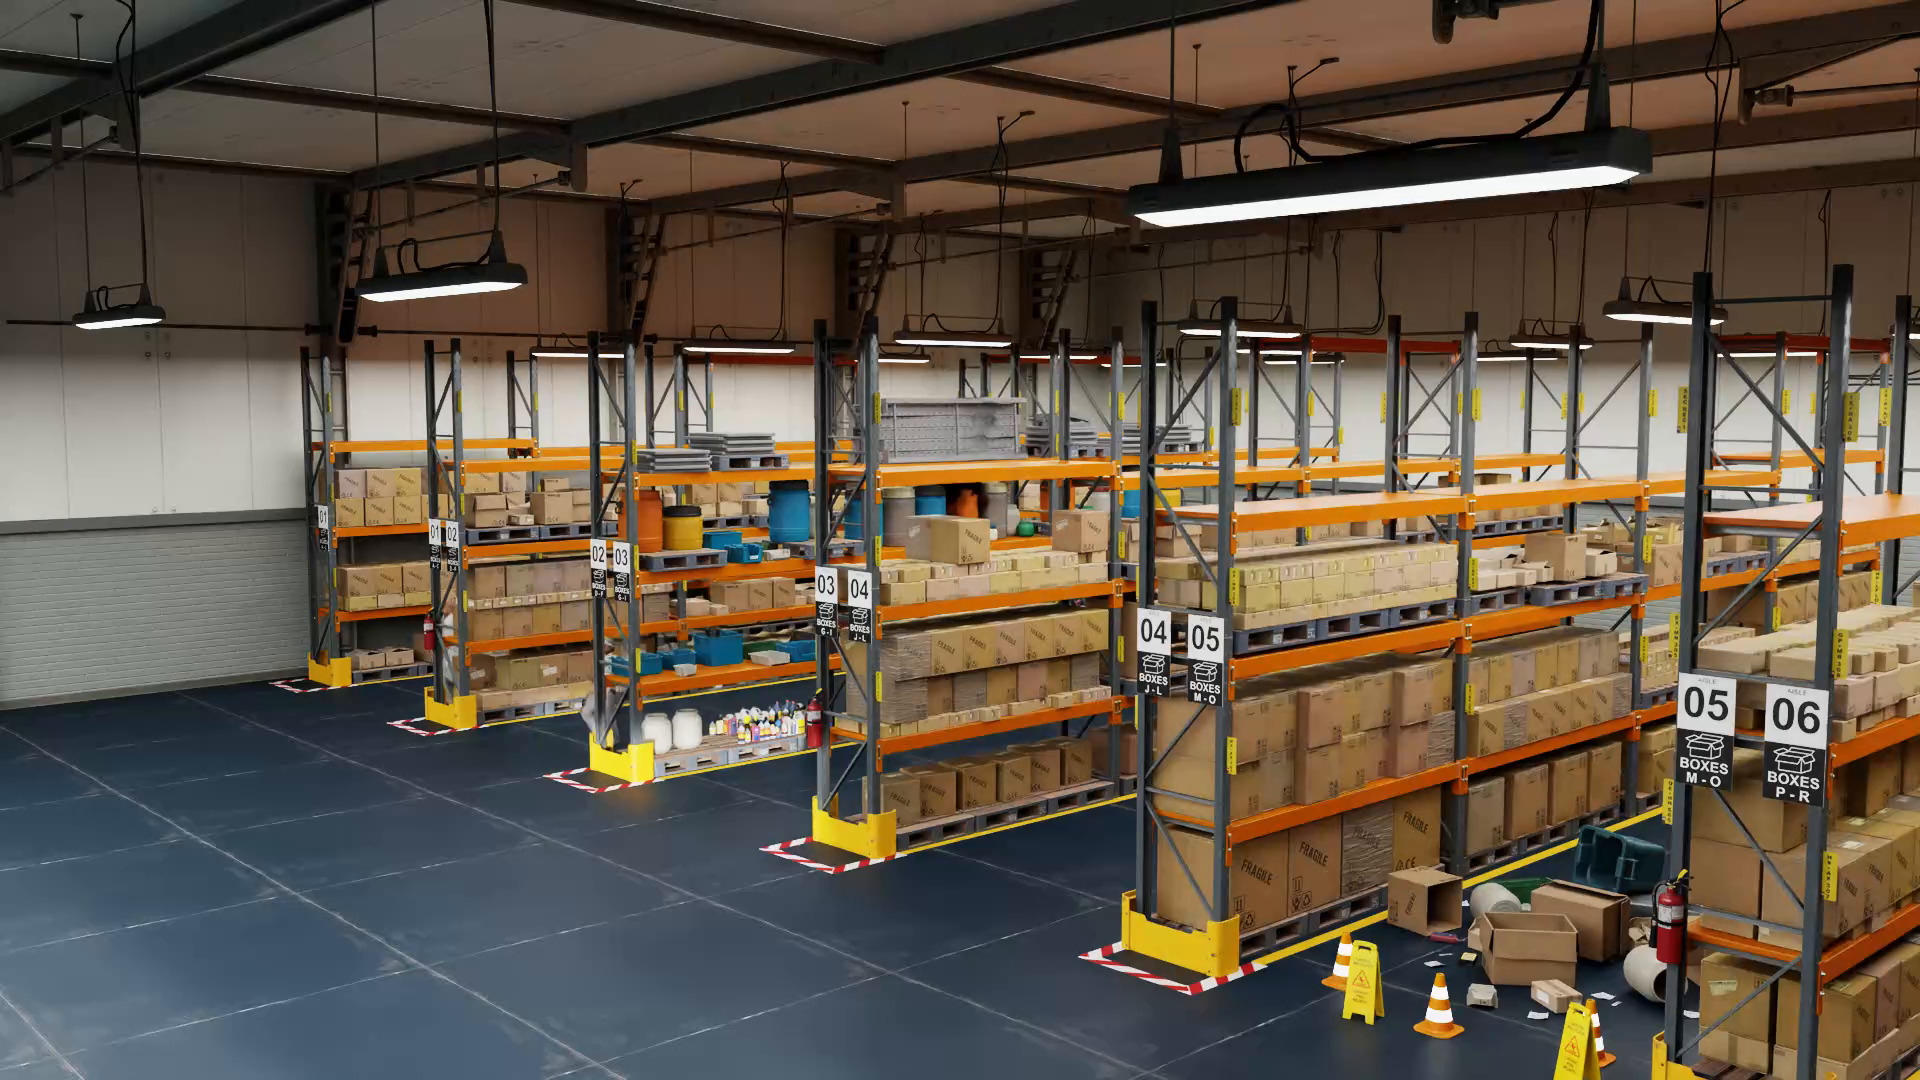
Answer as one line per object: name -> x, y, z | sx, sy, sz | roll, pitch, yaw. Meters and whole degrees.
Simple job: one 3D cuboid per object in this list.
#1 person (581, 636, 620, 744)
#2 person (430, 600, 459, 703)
person -> -5.153, 2.220, 24.149 | 0.560, 1.681, 0.632 | 4, 6, 36
person -> -8.459, 1.857, 27.652 | 0.733, 1.753, 0.780 | 4, 6, 39
